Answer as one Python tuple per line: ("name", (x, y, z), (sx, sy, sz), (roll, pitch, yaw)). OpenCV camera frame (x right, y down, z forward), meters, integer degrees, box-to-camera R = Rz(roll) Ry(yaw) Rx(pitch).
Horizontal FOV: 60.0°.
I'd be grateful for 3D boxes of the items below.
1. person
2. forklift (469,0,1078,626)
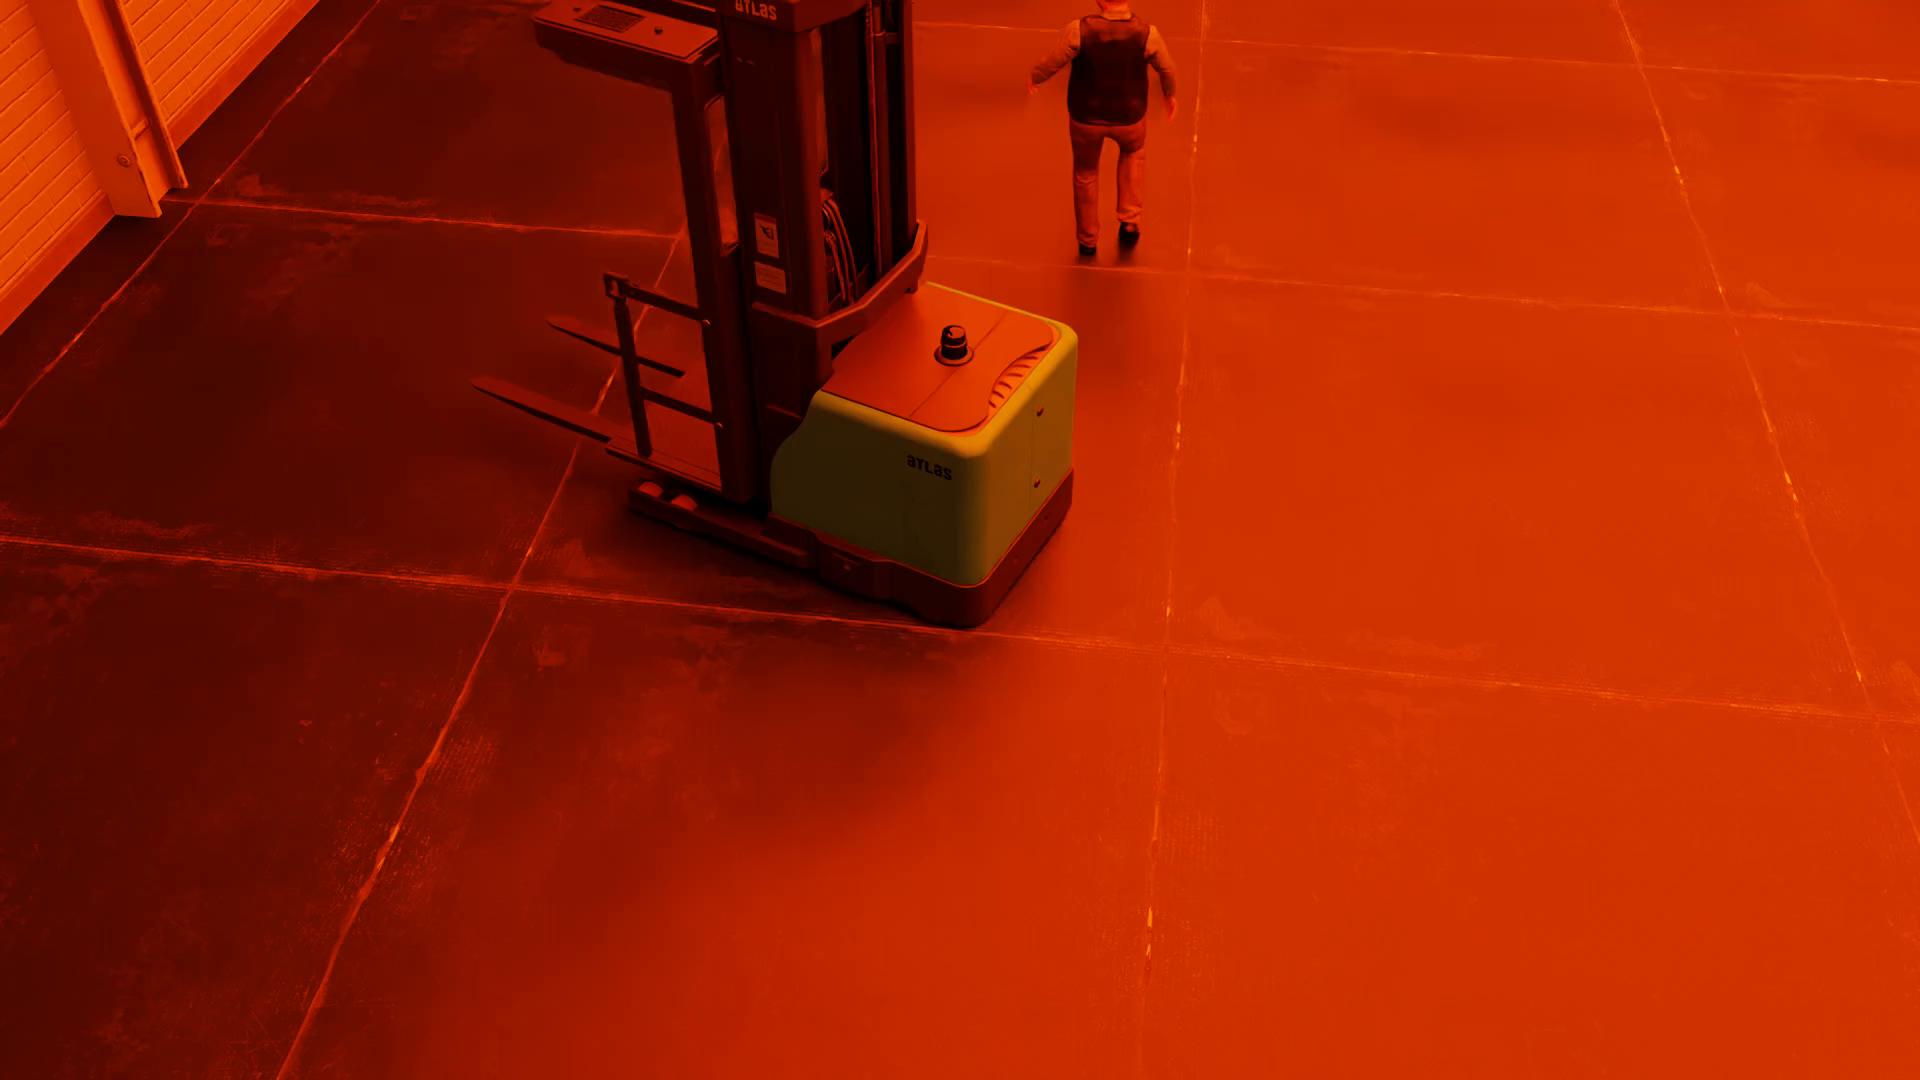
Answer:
("person", (0.789, -2.384, 9.258), (0.843, 1.729, 0.497), (4, 43, 4))
("forklift", (-1.004, -1.423, 7.273), (3.031, 2.935, 1.130), (20, 46, 21))
